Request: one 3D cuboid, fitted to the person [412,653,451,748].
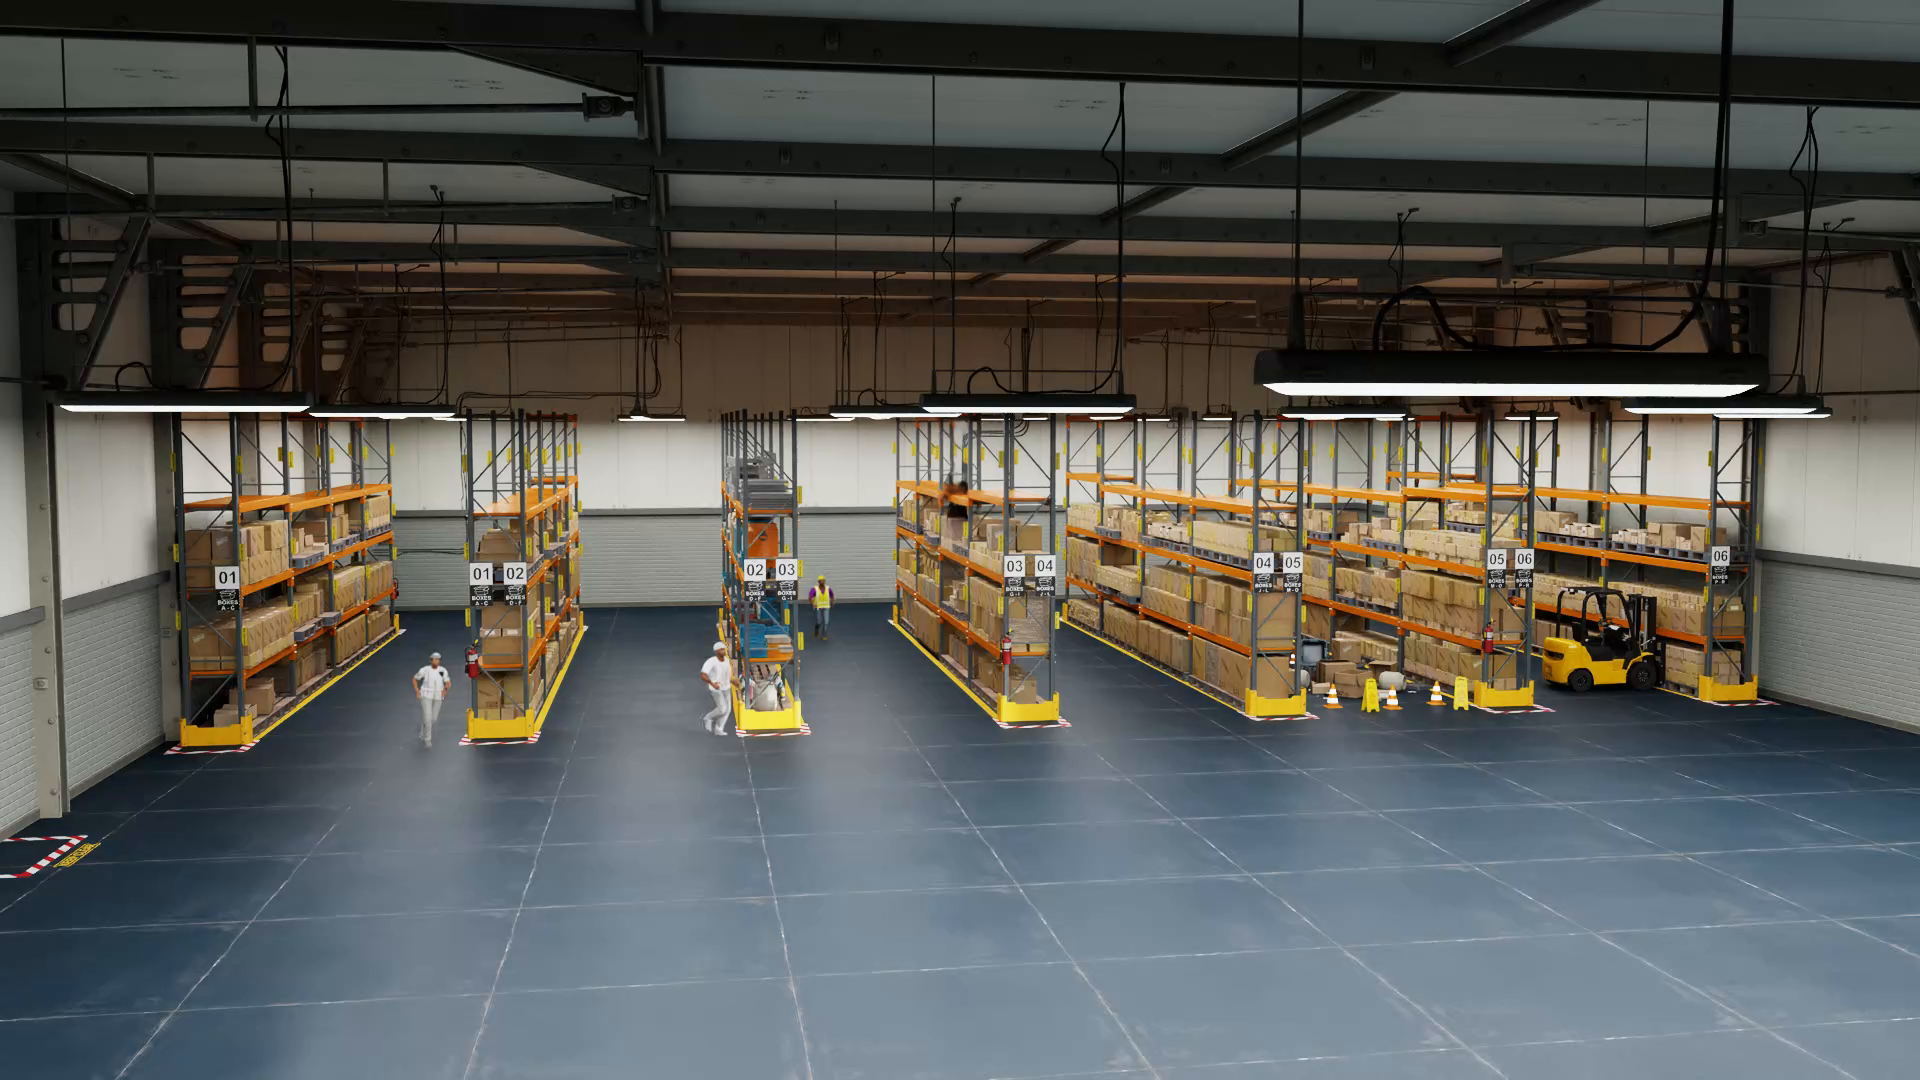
[{"bbox_3d":[-9.449,2.844,29.780,0.639,1.657,0.739,-3,5,-35],"label":"person"}]

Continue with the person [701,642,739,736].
[{"bbox_3d":[-4.416,2.731,30.525,0.576,1.721,0.682,3,5,35],"label":"person"}]

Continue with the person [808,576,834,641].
[{"bbox_3d":[-3.647,1.799,43.962,0.702,1.719,0.619,-1,4,-17],"label":"person"}]
